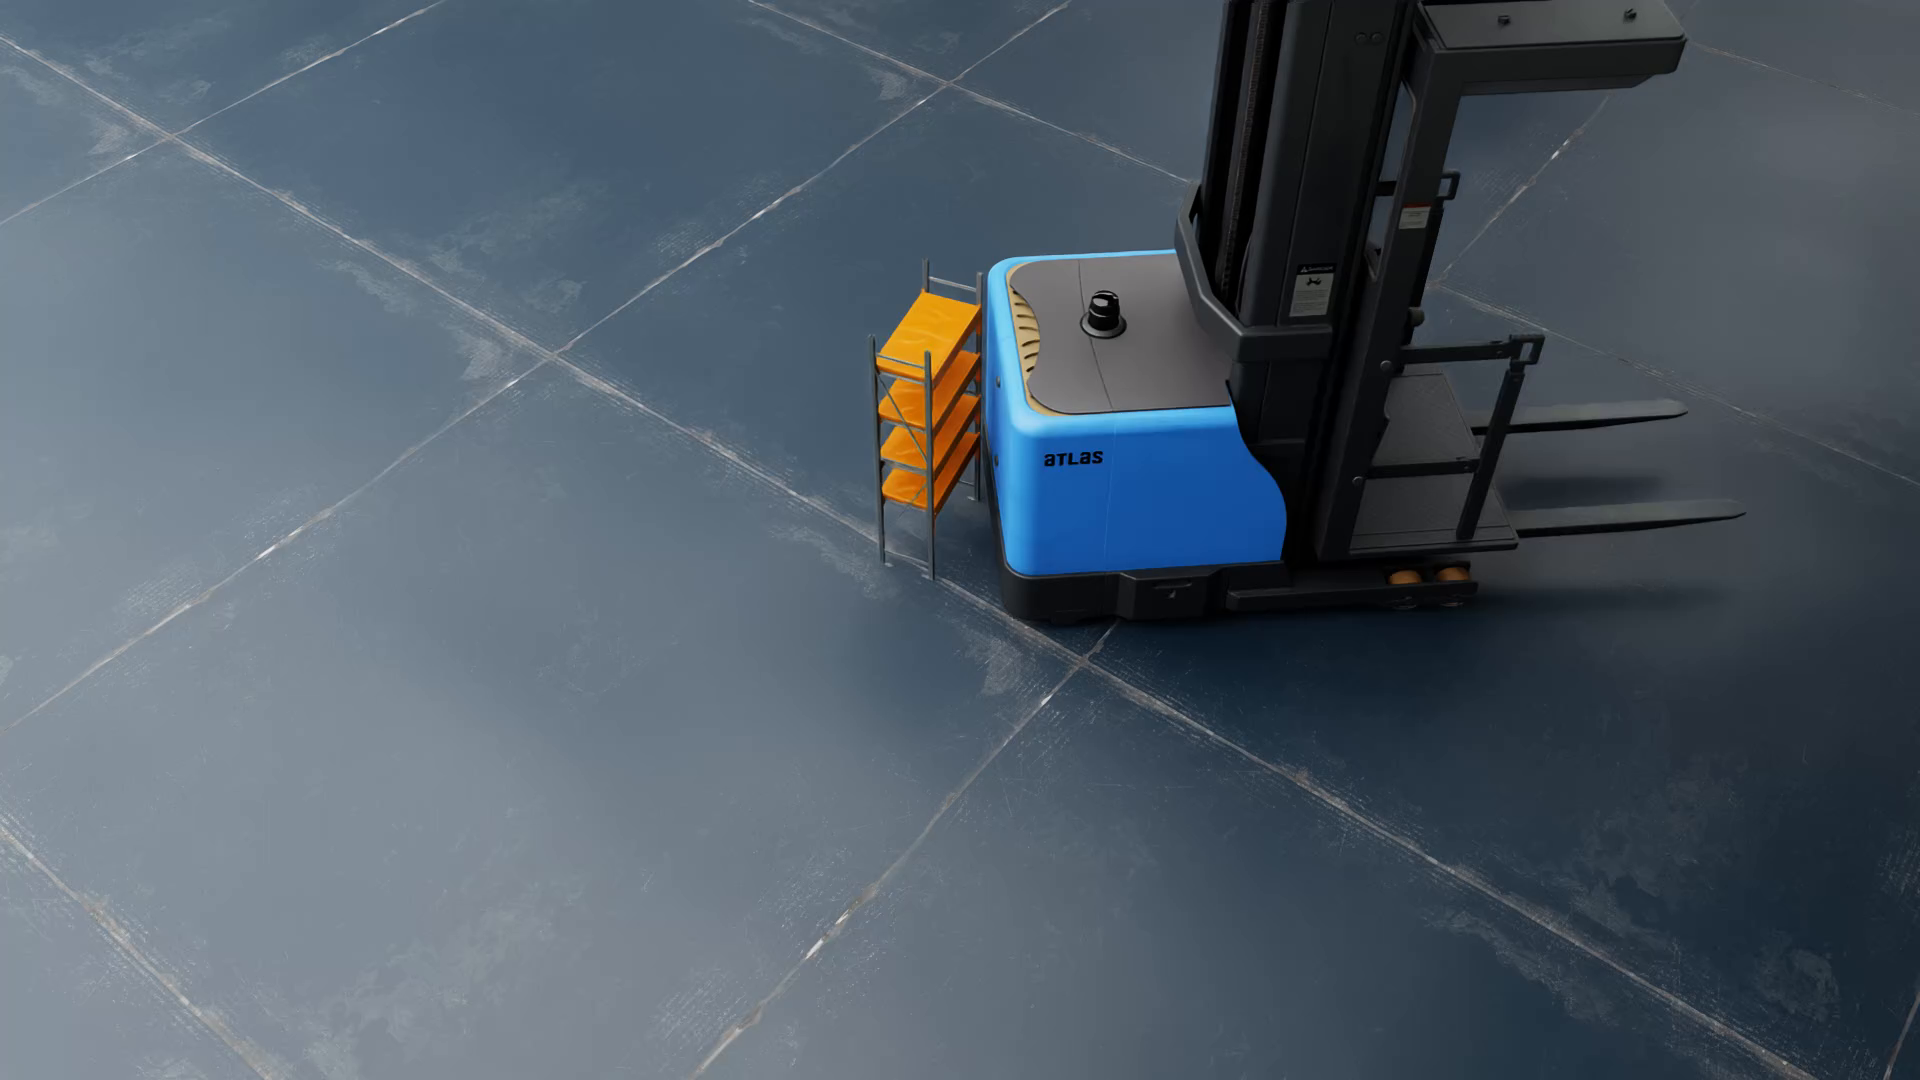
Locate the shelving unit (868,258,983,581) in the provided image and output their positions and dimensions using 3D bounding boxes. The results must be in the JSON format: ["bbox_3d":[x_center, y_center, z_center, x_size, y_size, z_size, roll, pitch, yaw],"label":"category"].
[{"bbox_3d":[-0.122,-0.448,6.513,0.258,1.200,0.503,17,49,15],"label":"shelving unit"}]

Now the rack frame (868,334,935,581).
[{"bbox_3d":[-0.216,-0.286,6.358,0.240,1.200,0.015,17,49,15],"label":"rack frame"}]

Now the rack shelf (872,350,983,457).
[{"bbox_3d":[-0.122,-0.557,6.400,0.258,0.148,0.480,17,49,15],"label":"rack shelf"}]

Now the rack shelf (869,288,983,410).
[{"bbox_3d":[-0.122,-0.720,6.229,0.258,0.148,0.480,17,49,15],"label":"rack shelf"}]

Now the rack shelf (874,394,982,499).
[{"bbox_3d":[-0.122,-0.402,6.562,0.258,0.148,0.480,17,49,15],"label":"rack shelf"}]

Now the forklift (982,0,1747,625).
[{"bbox_3d":[1.641,-1.115,5.953,3.031,2.935,1.130,-4,46,-3],"label":"forklift"}]

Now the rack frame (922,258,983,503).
[{"bbox_3d":[-0.028,-0.611,6.669,0.240,1.200,0.015,17,49,15],"label":"rack frame"}]

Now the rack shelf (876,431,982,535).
[{"bbox_3d":[-0.122,-0.265,6.706,0.258,0.148,0.480,17,49,15],"label":"rack shelf"}]
